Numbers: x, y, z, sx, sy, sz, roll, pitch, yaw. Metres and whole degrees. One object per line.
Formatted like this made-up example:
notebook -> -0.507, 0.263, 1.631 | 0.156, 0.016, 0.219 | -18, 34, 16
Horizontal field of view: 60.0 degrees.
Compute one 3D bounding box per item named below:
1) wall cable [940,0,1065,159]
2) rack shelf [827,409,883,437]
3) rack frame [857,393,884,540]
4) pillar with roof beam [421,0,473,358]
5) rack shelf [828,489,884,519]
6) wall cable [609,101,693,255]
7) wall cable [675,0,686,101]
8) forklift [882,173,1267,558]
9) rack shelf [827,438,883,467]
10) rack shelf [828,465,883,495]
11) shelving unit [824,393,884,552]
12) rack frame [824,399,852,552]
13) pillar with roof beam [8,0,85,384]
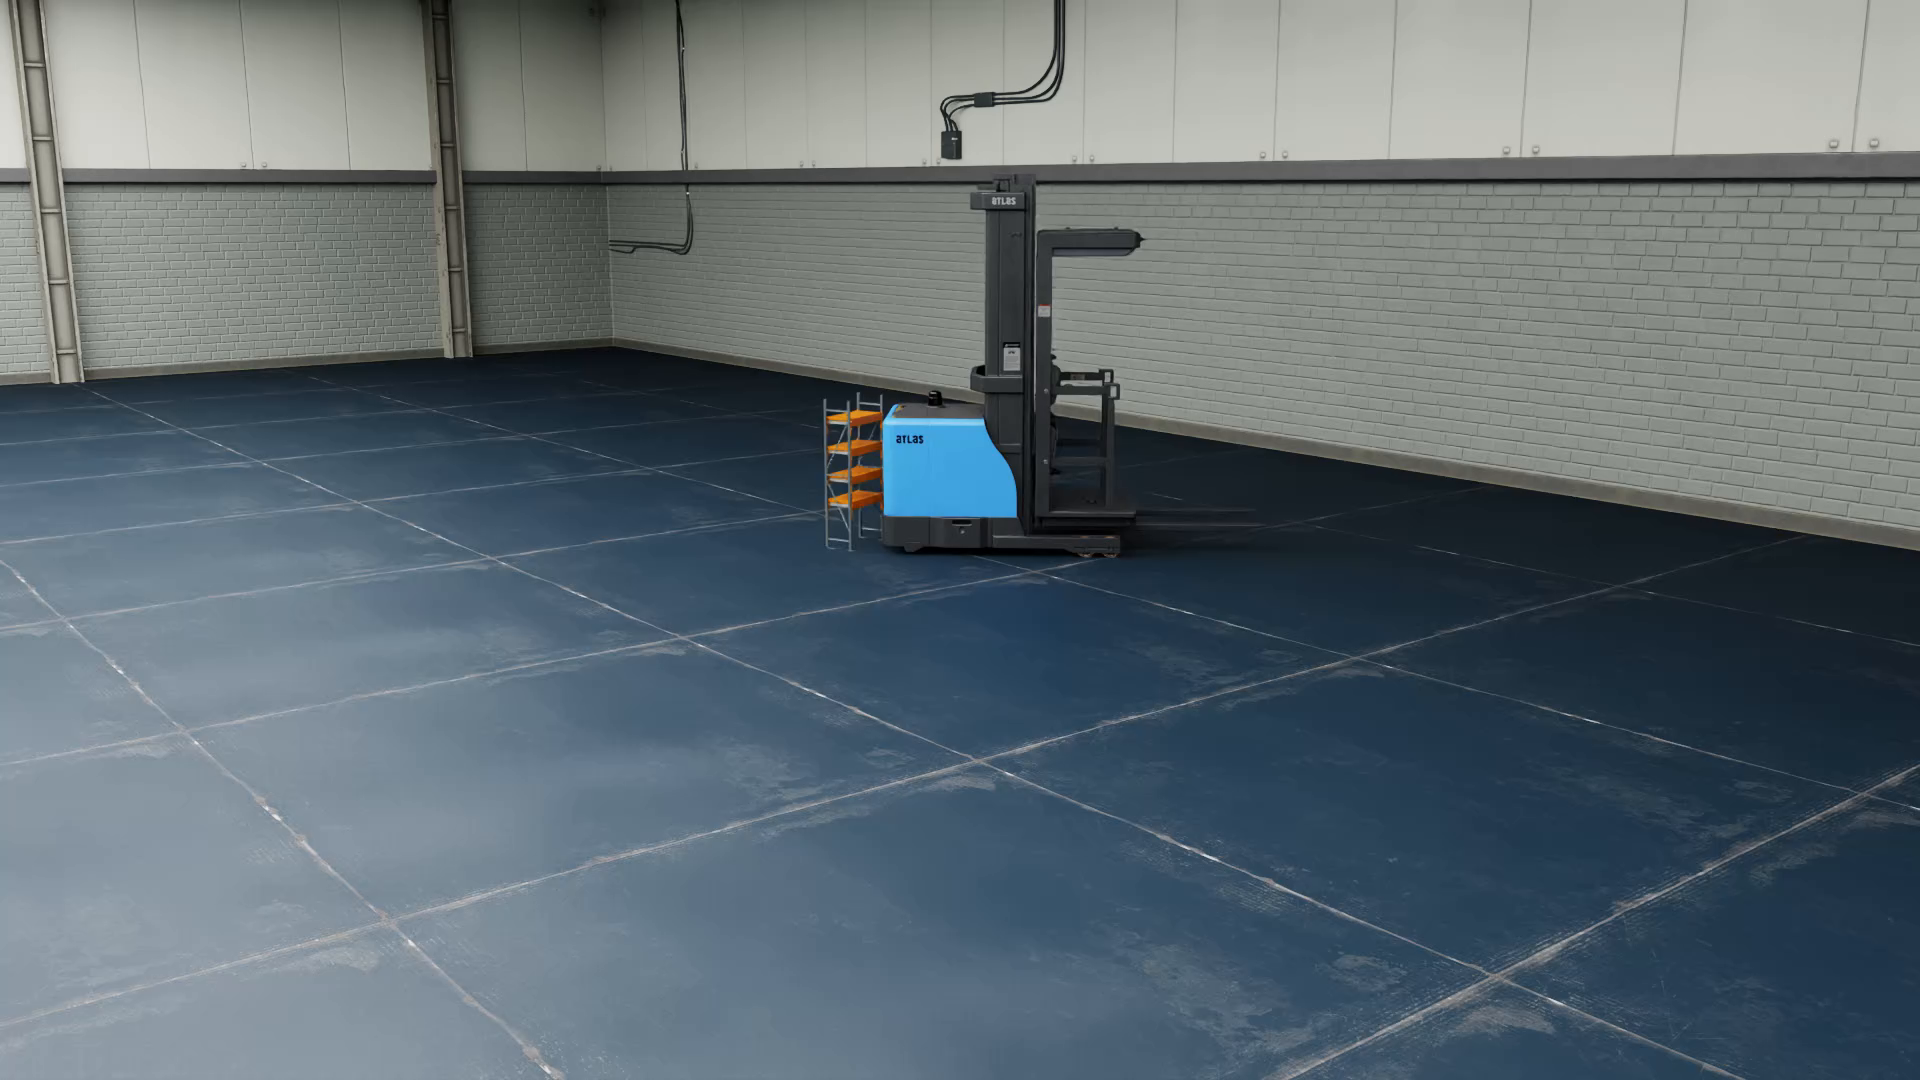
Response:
wall cable -> 0.498, -7.814, 20.578 | 0.169, 6.003, 2.305 | -9, 15, -38
rack shelf -> -0.845, -0.935, 13.250 | 0.258, 0.148, 0.480 | 7, 14, 28
rack frame -> -0.727, -0.595, 13.540 | 0.240, 1.200, 0.015 | 7, 14, 28
pillar with roof beam -> -5.857, -6.827, 24.114 | 0.400, 9.000, 9.100 | -9, 15, -38
rack shelf -> -0.845, -0.290, 13.387 | 0.258, 0.148, 0.480 | 7, 14, 28
wall cable -> -5.420, -6.174, 28.515 | 0.112, 2.526, 3.097 | -9, 15, -38
wall cable -> -3.730, -8.206, 25.924 | 0.112, 2.526, 3.097 | -9, 15, -38
forklift -> 0.917, -1.409, 13.206 | 3.031, 2.935, 1.130 | 1, 12, 2
rack shelf -> -0.845, -0.703, 13.299 | 0.258, 0.148, 0.480 | 7, 14, 28
rack shelf -> -0.845, -0.484, 13.345 | 0.258, 0.148, 0.480 | 7, 14, 28
shelving unit -> -0.845, -0.550, 13.332 | 0.258, 1.200, 0.503 | 7, 14, 28
rack frame -> -0.963, -0.506, 13.123 | 0.240, 1.200, 0.015 | 7, 14, 28
pillar with roof beam -> -10.542, -6.048, 20.447 | 0.400, 9.000, 9.100 | -9, 15, -38
